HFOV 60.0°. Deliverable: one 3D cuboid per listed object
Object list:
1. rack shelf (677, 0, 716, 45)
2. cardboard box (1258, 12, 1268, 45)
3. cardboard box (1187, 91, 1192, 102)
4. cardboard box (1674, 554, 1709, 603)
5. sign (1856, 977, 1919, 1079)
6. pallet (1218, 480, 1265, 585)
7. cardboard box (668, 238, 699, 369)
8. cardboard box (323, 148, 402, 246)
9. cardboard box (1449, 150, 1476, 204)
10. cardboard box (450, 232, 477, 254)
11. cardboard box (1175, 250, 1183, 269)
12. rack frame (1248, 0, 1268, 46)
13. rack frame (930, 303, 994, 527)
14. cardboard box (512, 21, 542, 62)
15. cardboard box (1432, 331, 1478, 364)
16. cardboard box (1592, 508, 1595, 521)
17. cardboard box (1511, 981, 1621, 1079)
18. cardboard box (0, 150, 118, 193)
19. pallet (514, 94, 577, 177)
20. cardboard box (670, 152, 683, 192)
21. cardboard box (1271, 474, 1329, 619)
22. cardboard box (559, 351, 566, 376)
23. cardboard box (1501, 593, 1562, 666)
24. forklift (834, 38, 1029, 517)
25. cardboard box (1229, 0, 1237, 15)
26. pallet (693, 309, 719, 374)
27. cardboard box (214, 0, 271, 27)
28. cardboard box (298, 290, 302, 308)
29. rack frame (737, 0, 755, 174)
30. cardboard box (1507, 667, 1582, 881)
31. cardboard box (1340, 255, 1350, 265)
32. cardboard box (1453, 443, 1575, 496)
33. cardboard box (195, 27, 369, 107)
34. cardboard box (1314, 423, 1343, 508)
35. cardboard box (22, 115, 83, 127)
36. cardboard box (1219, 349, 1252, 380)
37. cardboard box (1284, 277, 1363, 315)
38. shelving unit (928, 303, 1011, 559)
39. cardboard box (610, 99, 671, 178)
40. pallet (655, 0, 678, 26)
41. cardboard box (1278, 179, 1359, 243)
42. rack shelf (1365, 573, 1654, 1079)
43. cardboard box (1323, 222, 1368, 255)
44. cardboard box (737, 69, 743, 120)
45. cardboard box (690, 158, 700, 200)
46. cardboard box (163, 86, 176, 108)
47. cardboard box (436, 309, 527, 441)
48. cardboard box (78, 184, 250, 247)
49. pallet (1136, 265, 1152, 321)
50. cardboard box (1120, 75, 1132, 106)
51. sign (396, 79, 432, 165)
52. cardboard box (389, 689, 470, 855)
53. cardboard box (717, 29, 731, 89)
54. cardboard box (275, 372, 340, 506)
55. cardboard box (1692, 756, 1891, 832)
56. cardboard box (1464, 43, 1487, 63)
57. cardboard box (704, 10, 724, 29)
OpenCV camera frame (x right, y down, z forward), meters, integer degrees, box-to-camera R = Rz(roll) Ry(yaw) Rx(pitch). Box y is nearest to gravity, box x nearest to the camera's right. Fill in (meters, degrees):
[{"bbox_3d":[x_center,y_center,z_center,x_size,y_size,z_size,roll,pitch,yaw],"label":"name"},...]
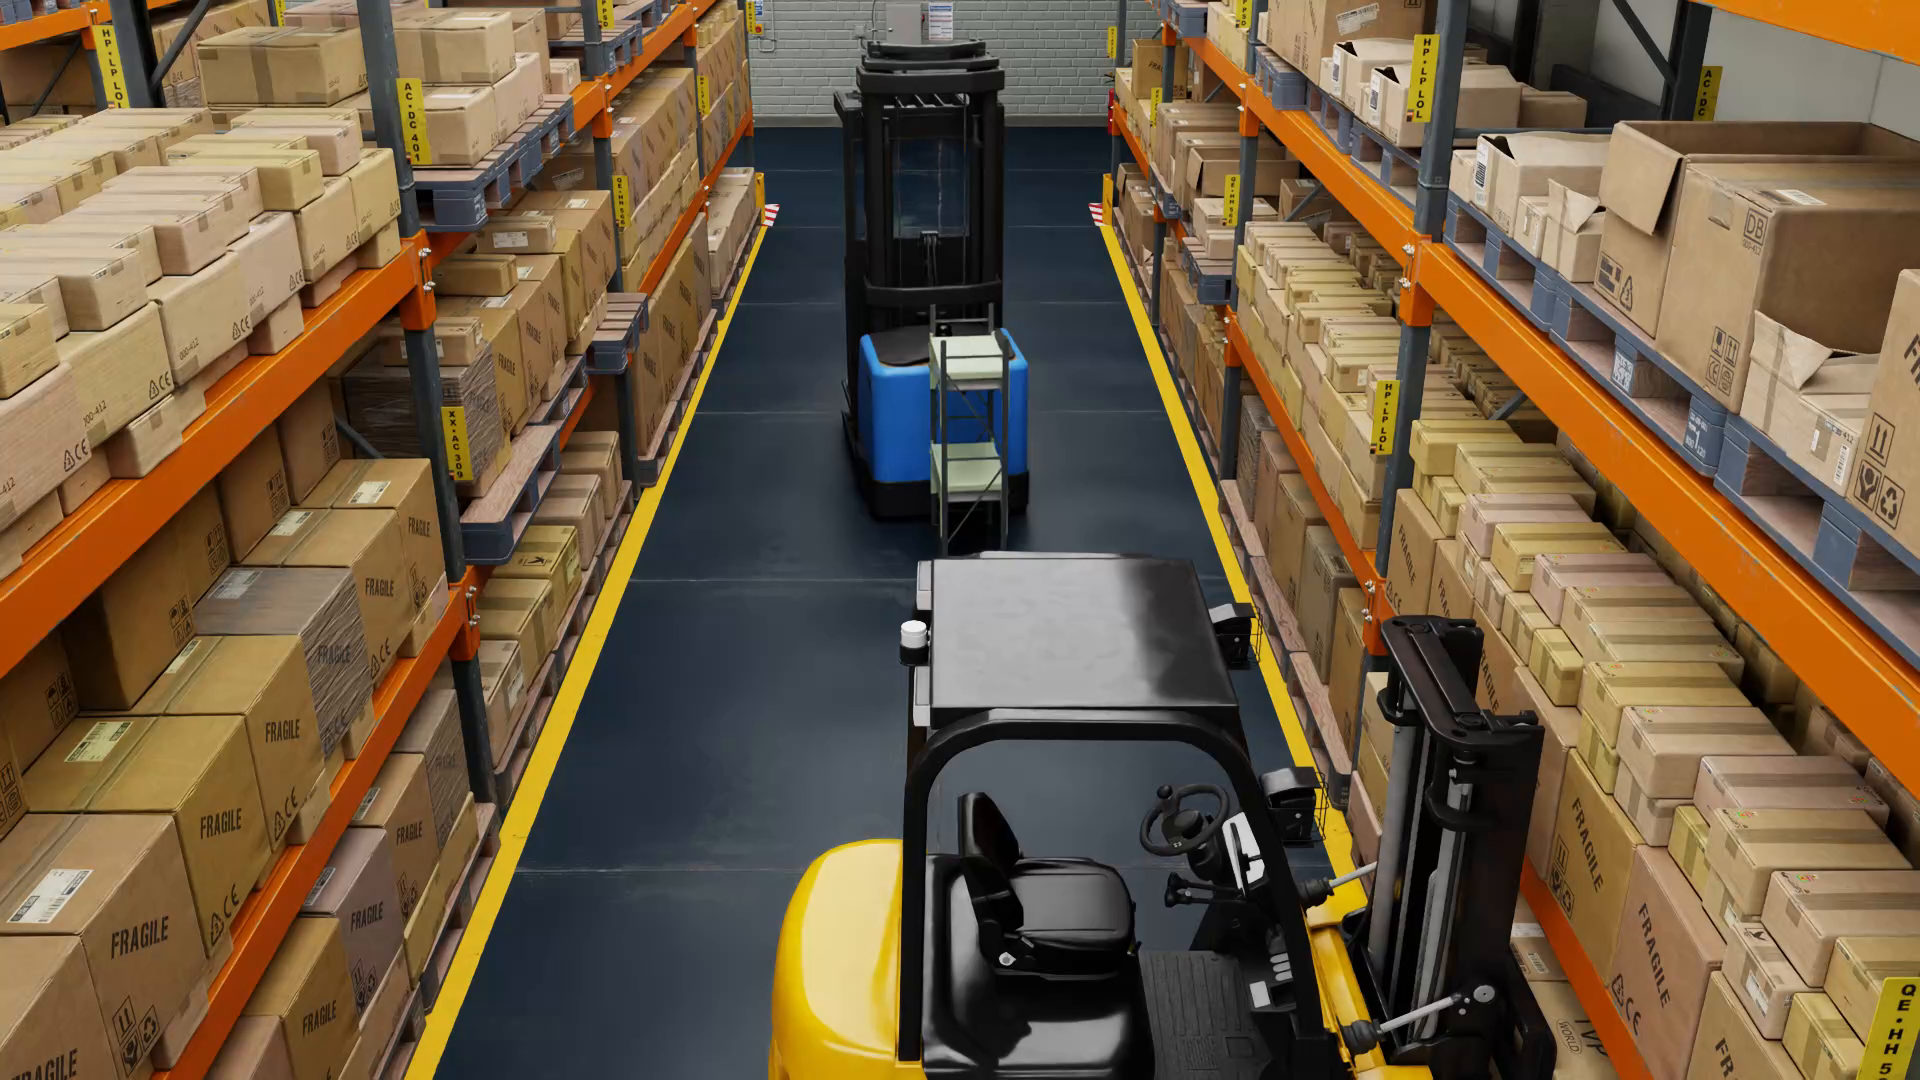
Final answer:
[{"bbox_3d":[-2.757,-5.161,15.754,1.077,0.370,4.000,0,24,-1],"label":"rack shelf"},{"bbox_3d":[1.972,-3.025,9.812,0.380,0.166,0.250,0,24,-1],"label":"cardboard box"},{"bbox_3d":[2.466,-4.217,16.254,0.500,0.250,0.500,0,24,-1],"label":"cardboard box"},{"bbox_3d":[2.603,0.156,5.495,0.380,0.149,0.250,-1,24,-1],"label":"cardboard box"},{"bbox_3d":[1.817,0.984,3.241,0.100,0.325,0.005,0,24,-1],"label":"sign"},{"bbox_3d":[2.242,-0.063,10.634,1.003,0.211,1.213,0,24,-1],"label":"pallet"},{"bbox_3d":[-2.631,-1.894,13.366,0.875,0.875,0.875,0,24,1],"label":"cardboard box"},{"bbox_3d":[-2.374,-1.254,6.063,0.500,0.250,0.500,0,24,-1],"label":"cardboard box"},{"bbox_3d":[2.017,-1.328,6.080,0.380,0.149,0.250,0,24,1],"label":"cardboard box"},{"bbox_3d":[-2.893,-1.402,9.218,0.500,0.500,0.500,0,24,0],"label":"cardboard box"},{"bbox_3d":[2.047,-2.407,14.168,0.380,0.149,0.250,-1,24,-2],"label":"cardboard box"},{"bbox_3d":[2.272,-4.407,9.574,1.000,3.000,0.127,0,24,-1],"label":"rack frame"},{"bbox_3d":[0.013,-0.784,10.664,0.400,1.500,0.023,-2,24,-5],"label":"rack frame"},{"bbox_3d":[-2.646,-2.435,8.728,0.797,0.503,0.637,0,24,-1],"label":"cardboard box"},{"bbox_3d":[2.573,-0.934,8.266,0.380,0.149,0.250,0,24,-1],"label":"cardboard box"},{"bbox_3d":[2.614,-0.132,6.493,0.380,0.149,0.250,-1,24,-2],"label":"cardboard box"},{"bbox_3d":[2.015,1.622,5.136,0.500,0.250,0.500,0,24,0],"label":"cardboard box"},{"bbox_3d":[-2.969,-1.161,5.375,0.380,0.149,0.250,0,24,-1],"label":"cardboard box"},{"bbox_3d":[-2.562,-1.965,8.042,1.213,0.211,1.003,0,24,-1],"label":"pallet"},{"bbox_3d":[-2.462,-2.857,13.003,0.500,0.250,0.500,0,24,1],"label":"cardboard box"},{"bbox_3d":[2.288,0.021,9.436,0.875,0.625,0.625,-1,24,-3],"label":"cardboard box"},{"bbox_3d":[-2.356,-0.954,9.015,0.380,0.149,0.250,-1,24,-2],"label":"cardboard box"},{"bbox_3d":[2.041,0.294,5.552,0.380,0.149,0.250,-1,24,-2],"label":"cardboard box"},{"bbox_3d":[-0.283,-2.067,11.764,1.130,2.935,3.031,-4,25,-8],"label":"forklift"},{"bbox_3d":[2.020,-3.616,11.163,0.380,0.149,0.250,0,24,-1],"label":"cardboard box"},{"bbox_3d":[-2.651,-1.710,14.274,1.003,0.211,1.213,0,24,-1],"label":"pallet"},{"bbox_3d":[-7.474,-5.331,17.202,0.500,0.500,0.500,-1,24,-2],"label":"cardboard box"},{"bbox_3d":[-2.442,-0.810,5.567,0.380,0.149,0.250,-1,24,-2],"label":"cardboard box"},{"bbox_3d":[-2.779,-4.946,18.046,1.000,3.000,0.127,0,24,-1],"label":"rack frame"},{"bbox_3d":[2.073,0.744,5.344,0.500,0.500,0.500,0,24,0],"label":"cardboard box"},{"bbox_3d":[2.555,-1.649,10.331,0.500,0.250,0.500,0,24,1],"label":"cardboard box"},{"bbox_3d":[2.133,-0.262,6.419,0.380,0.149,0.250,0,24,0],"label":"cardboard box"},{"bbox_3d":[-2.781,-1.957,6.863,0.500,0.250,0.500,0,24,1],"label":"cardboard box"},{"bbox_3d":[2.038,-0.370,8.111,0.500,0.250,0.500,0,24,-1],"label":"cardboard box"},{"bbox_3d":[-7.484,-3.417,13.739,0.380,0.149,0.250,1,24,2],"label":"cardboard box"},{"bbox_3d":[2.013,-1.224,11.552,0.380,0.149,0.250,-1,24,-3],"label":"cardboard box"},{"bbox_3d":[2.006,-1.350,9.186,0.380,0.149,0.250,0,24,1],"label":"cardboard box"},{"bbox_3d":[0.050,-0.634,10.332,0.431,1.500,0.755,-2,24,-5],"label":"shelving unit"},{"bbox_3d":[-2.460,-2.981,12.365,0.500,0.500,0.500,0,24,0],"label":"cardboard box"},{"bbox_3d":[-2.676,-4.200,12.988,0.805,0.209,1.217,-1,24,-3],"label":"pallet"},{"bbox_3d":[2.423,-2.123,11.173,0.500,0.500,0.500,1,24,2],"label":"cardboard box"},{"bbox_3d":[2.337,1.127,5.492,1.077,0.370,4.000,0,24,-1],"label":"rack shelf"},{"bbox_3d":[2.478,-1.881,10.361,0.380,0.149,0.250,1,24,1],"label":"cardboard box"},{"bbox_3d":[-2.518,-4.587,17.131,0.500,0.500,0.500,-1,24,-2],"label":"cardboard box"},{"bbox_3d":[-2.478,-3.046,14.026,0.500,0.250,0.500,-1,24,-2],"label":"cardboard box"},{"bbox_3d":[-7.450,-3.824,15.083,0.500,0.500,0.500,0,24,-1],"label":"cardboard box"},{"bbox_3d":[-2.372,-0.775,7.831,0.500,0.500,0.500,0,24,0],"label":"cardboard box"},{"bbox_3d":[-2.344,-0.953,4.914,0.380,0.149,0.250,0,24,0],"label":"cardboard box"},{"bbox_3d":[2.222,-2.334,15.655,1.003,0.211,1.213,0,24,-1],"label":"pallet"},{"bbox_3d":[1.926,-4.641,17.193,0.500,0.250,0.500,0,24,0],"label":"cardboard box"},{"bbox_3d":[-2.105,-1.609,6.400,0.100,0.325,0.005,0,24,-1],"label":"sign"},{"bbox_3d":[-2.373,0.961,6.902,0.500,0.500,0.500,-1,24,-1],"label":"cardboard box"},{"bbox_3d":[-2.494,-4.623,15.998,0.500,0.500,0.500,0,24,-1],"label":"cardboard box"},{"bbox_3d":[-2.860,-0.456,6.422,0.700,0.500,0.500,-1,24,-1],"label":"cardboard box"},{"bbox_3d":[2.153,0.688,4.320,0.380,0.149,0.250,0,24,0],"label":"cardboard box"},{"bbox_3d":[2.506,-2.494,8.637,0.380,0.166,0.250,0,24,-1],"label":"cardboard box"},{"bbox_3d":[-2.506,-5.070,16.198,0.380,0.149,0.250,0,24,1],"label":"cardboard box"}]
